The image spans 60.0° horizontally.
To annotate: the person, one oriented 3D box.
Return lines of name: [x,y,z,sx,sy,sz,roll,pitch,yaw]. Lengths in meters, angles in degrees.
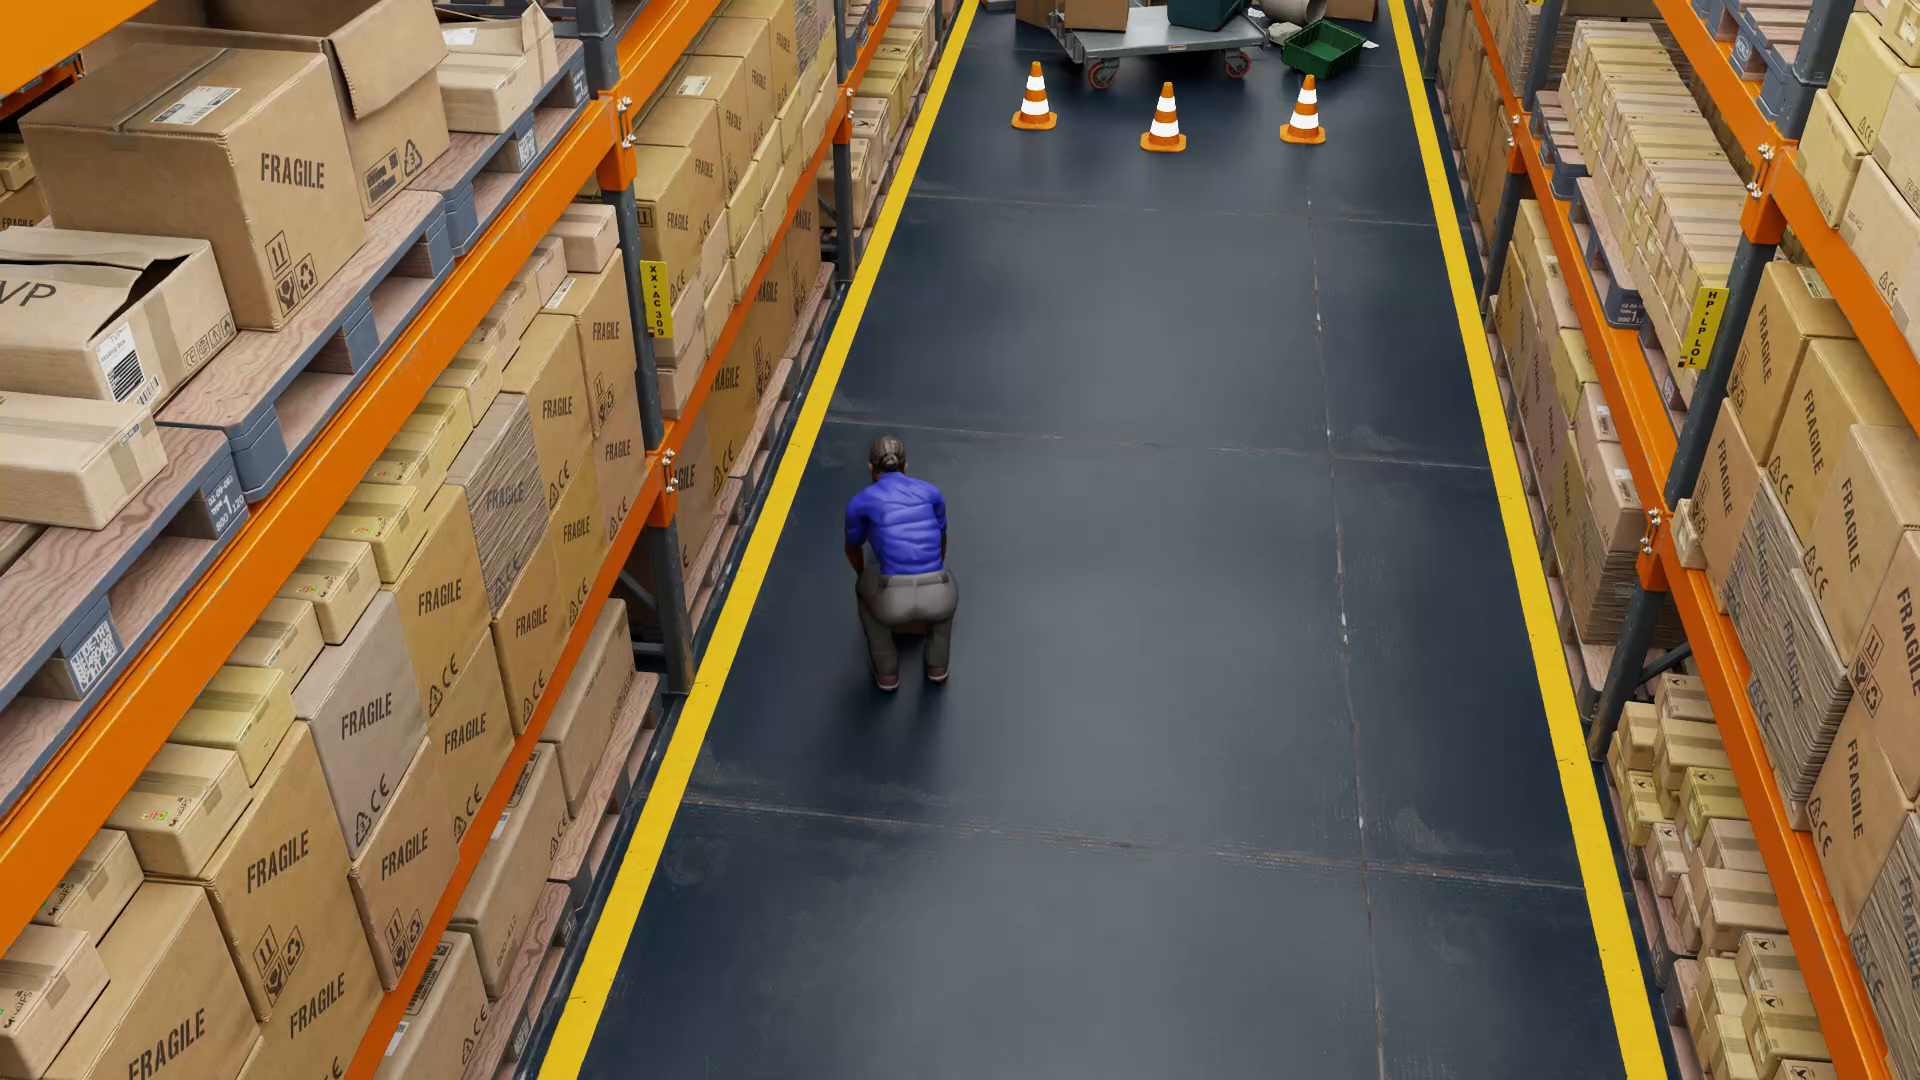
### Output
person: [-0.261,0.143,7.386,0.487,1.026,0.766,-4,37,-5]
